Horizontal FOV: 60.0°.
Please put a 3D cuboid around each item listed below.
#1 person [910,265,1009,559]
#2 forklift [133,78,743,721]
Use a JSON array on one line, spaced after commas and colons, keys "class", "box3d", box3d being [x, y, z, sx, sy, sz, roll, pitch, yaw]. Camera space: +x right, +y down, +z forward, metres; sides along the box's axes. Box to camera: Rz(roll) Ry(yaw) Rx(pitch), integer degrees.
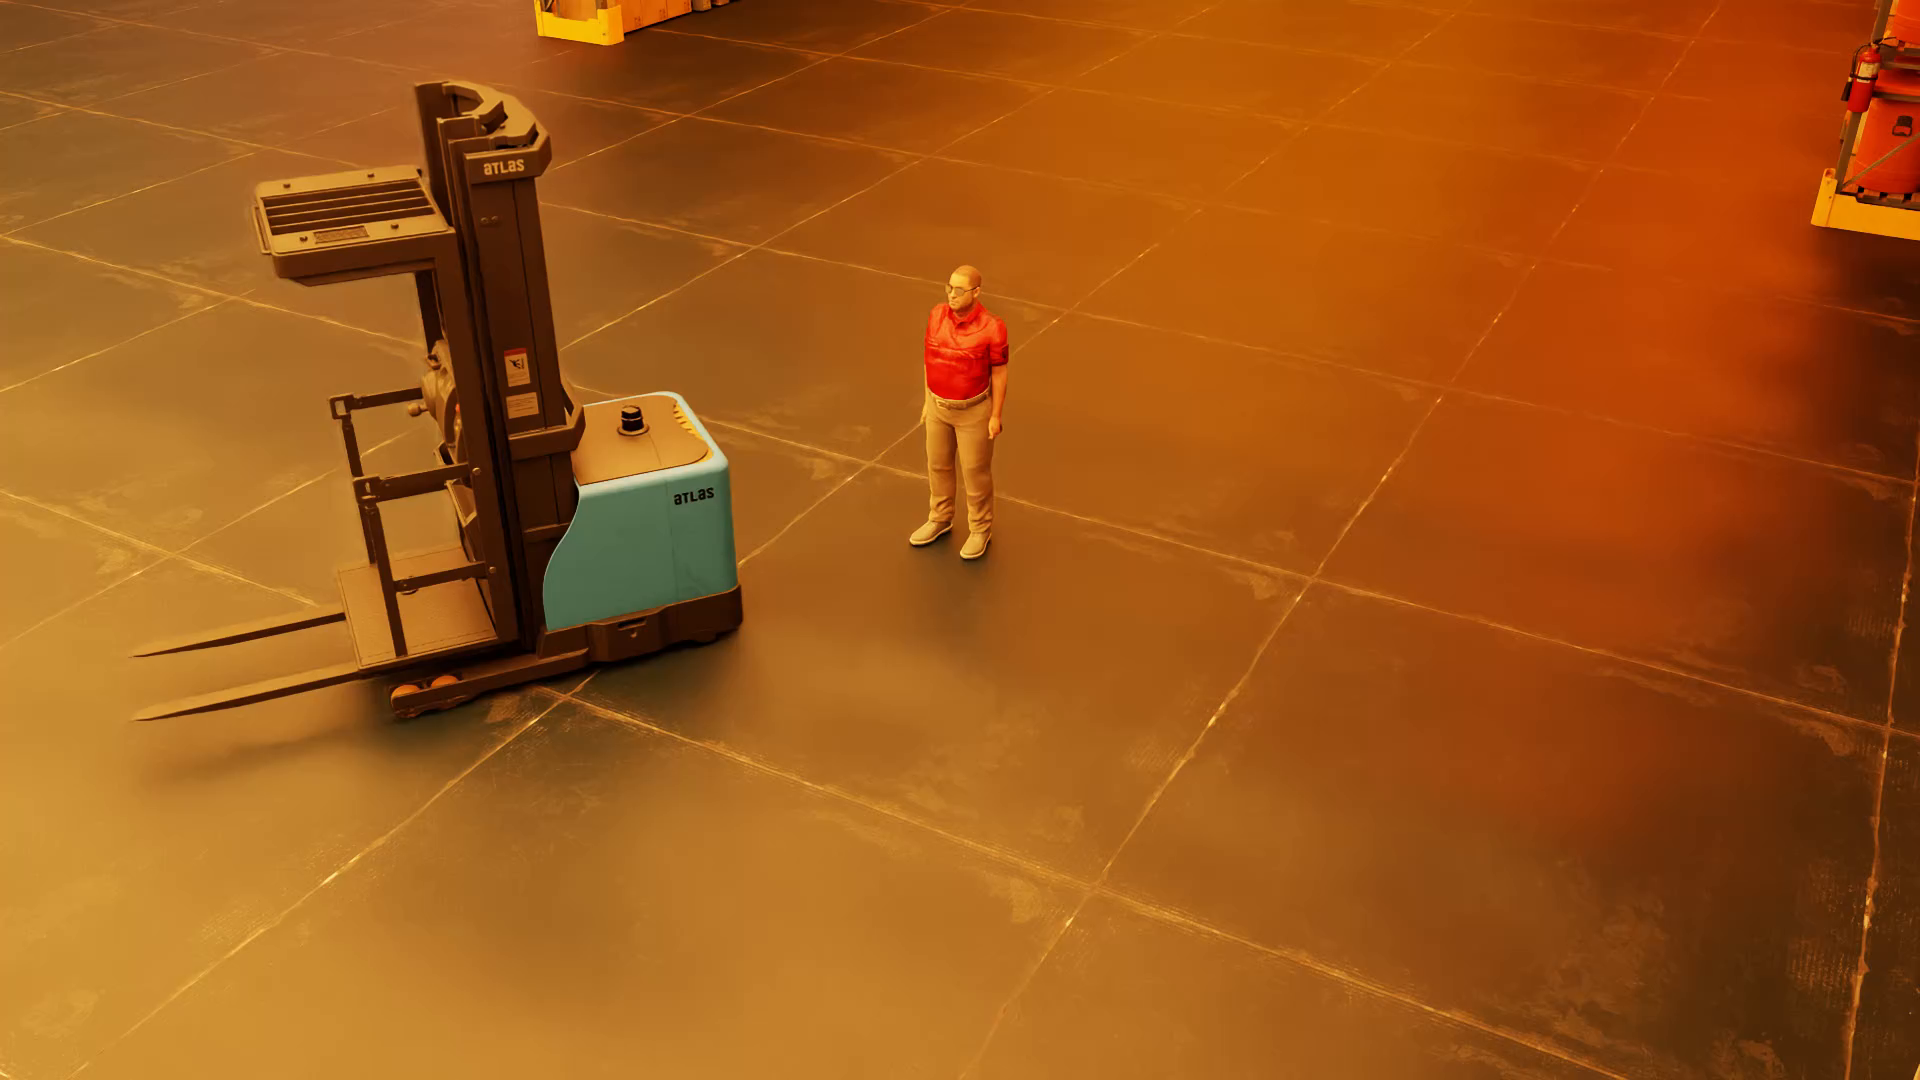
[{"class": "person", "box3d": [-0.003, -0.738, 9.558, 0.526, 1.728, 0.385, 15, 33, 25]}, {"class": "forklift", "box3d": [-2.748, -0.668, 8.228, 3.031, 2.935, 1.130, -13, 32, -21]}]
